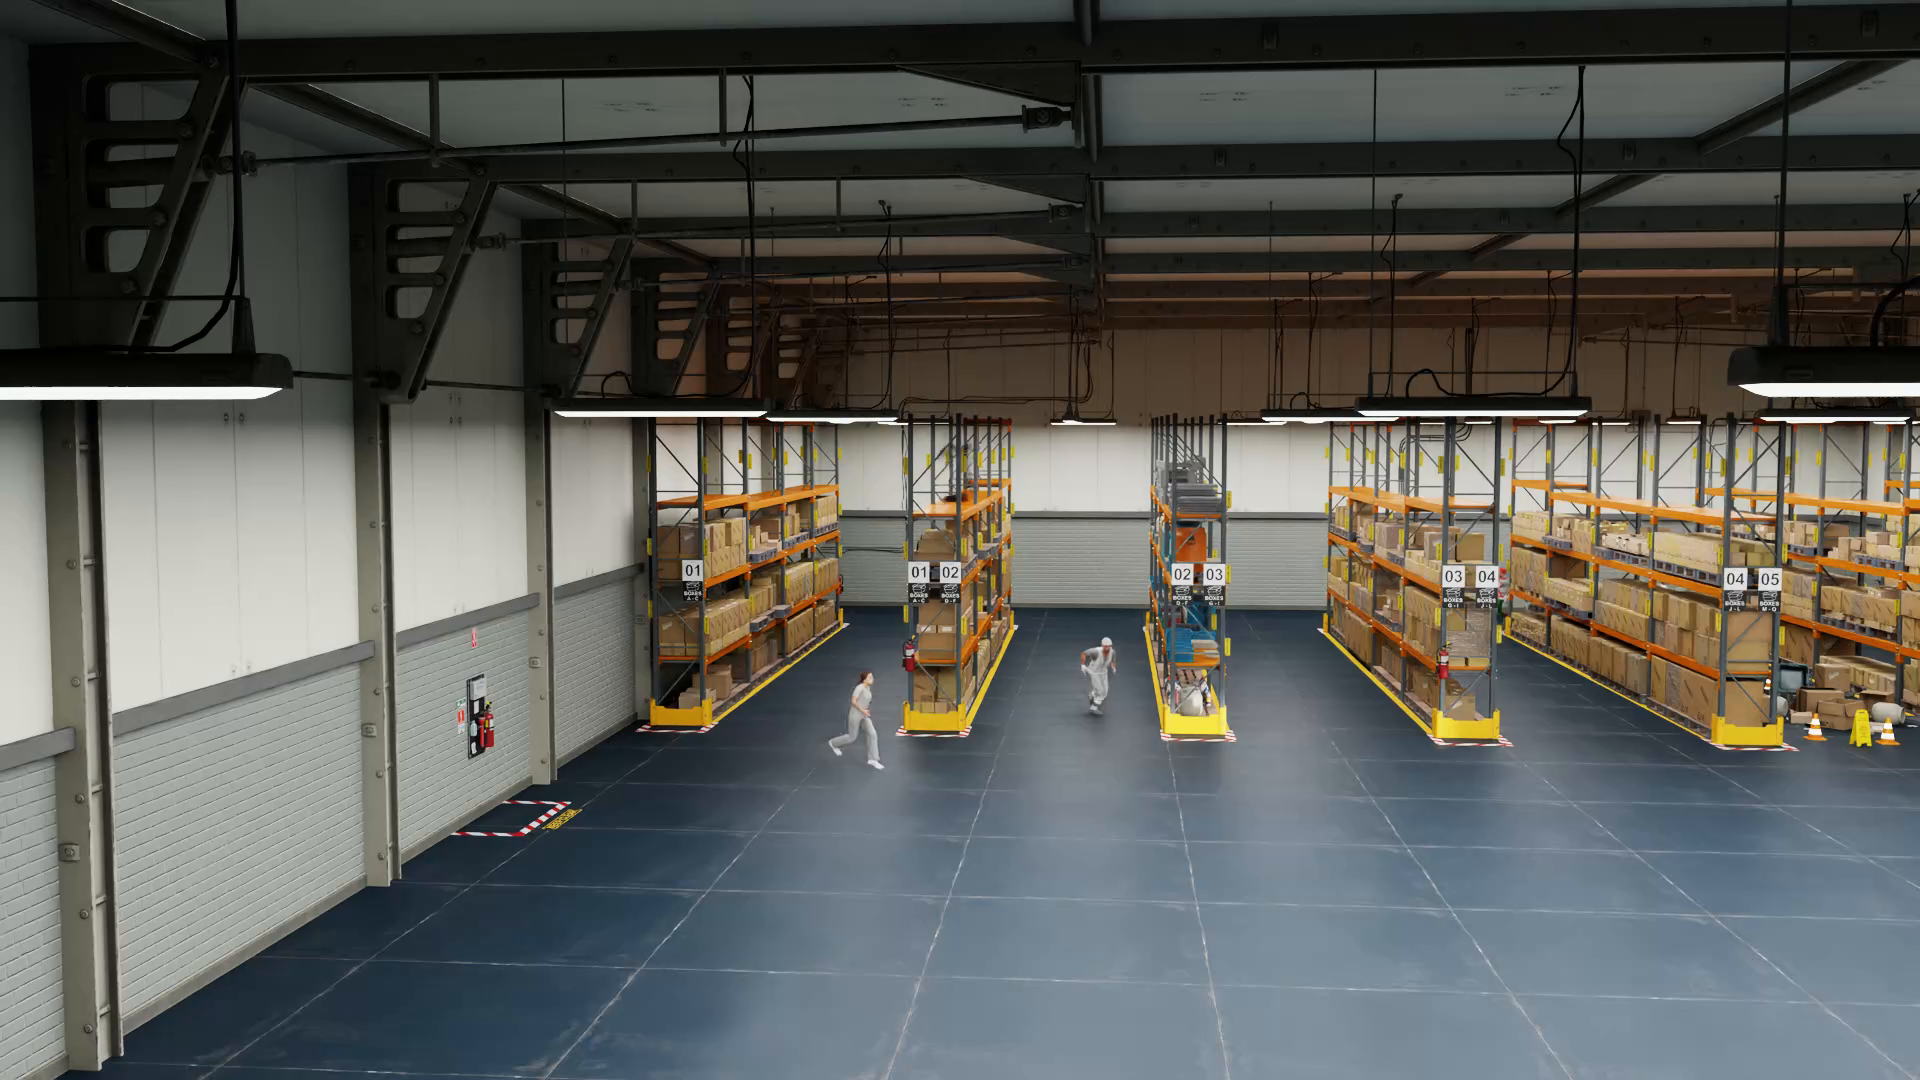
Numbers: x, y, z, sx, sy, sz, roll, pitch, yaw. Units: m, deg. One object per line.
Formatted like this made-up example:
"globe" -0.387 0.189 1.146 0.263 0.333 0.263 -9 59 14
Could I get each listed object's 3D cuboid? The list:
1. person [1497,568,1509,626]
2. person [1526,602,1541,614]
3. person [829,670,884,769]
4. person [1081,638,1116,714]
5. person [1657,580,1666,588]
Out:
"person" 15.235 1.649 47.039 1.041 1.743 0.712 -1 4 -12
"person" 16.388 1.718 47.348 0.548 1.634 0.676 4 5 45
"person" -1.749 3.069 28.140 1.069 1.555 0.564 2 4 27
"person" 2.758 2.707 33.094 0.694 1.590 0.830 -2 4 -24
"person" 19.798 1.774 47.137 0.537 1.550 0.537 1 4 9
